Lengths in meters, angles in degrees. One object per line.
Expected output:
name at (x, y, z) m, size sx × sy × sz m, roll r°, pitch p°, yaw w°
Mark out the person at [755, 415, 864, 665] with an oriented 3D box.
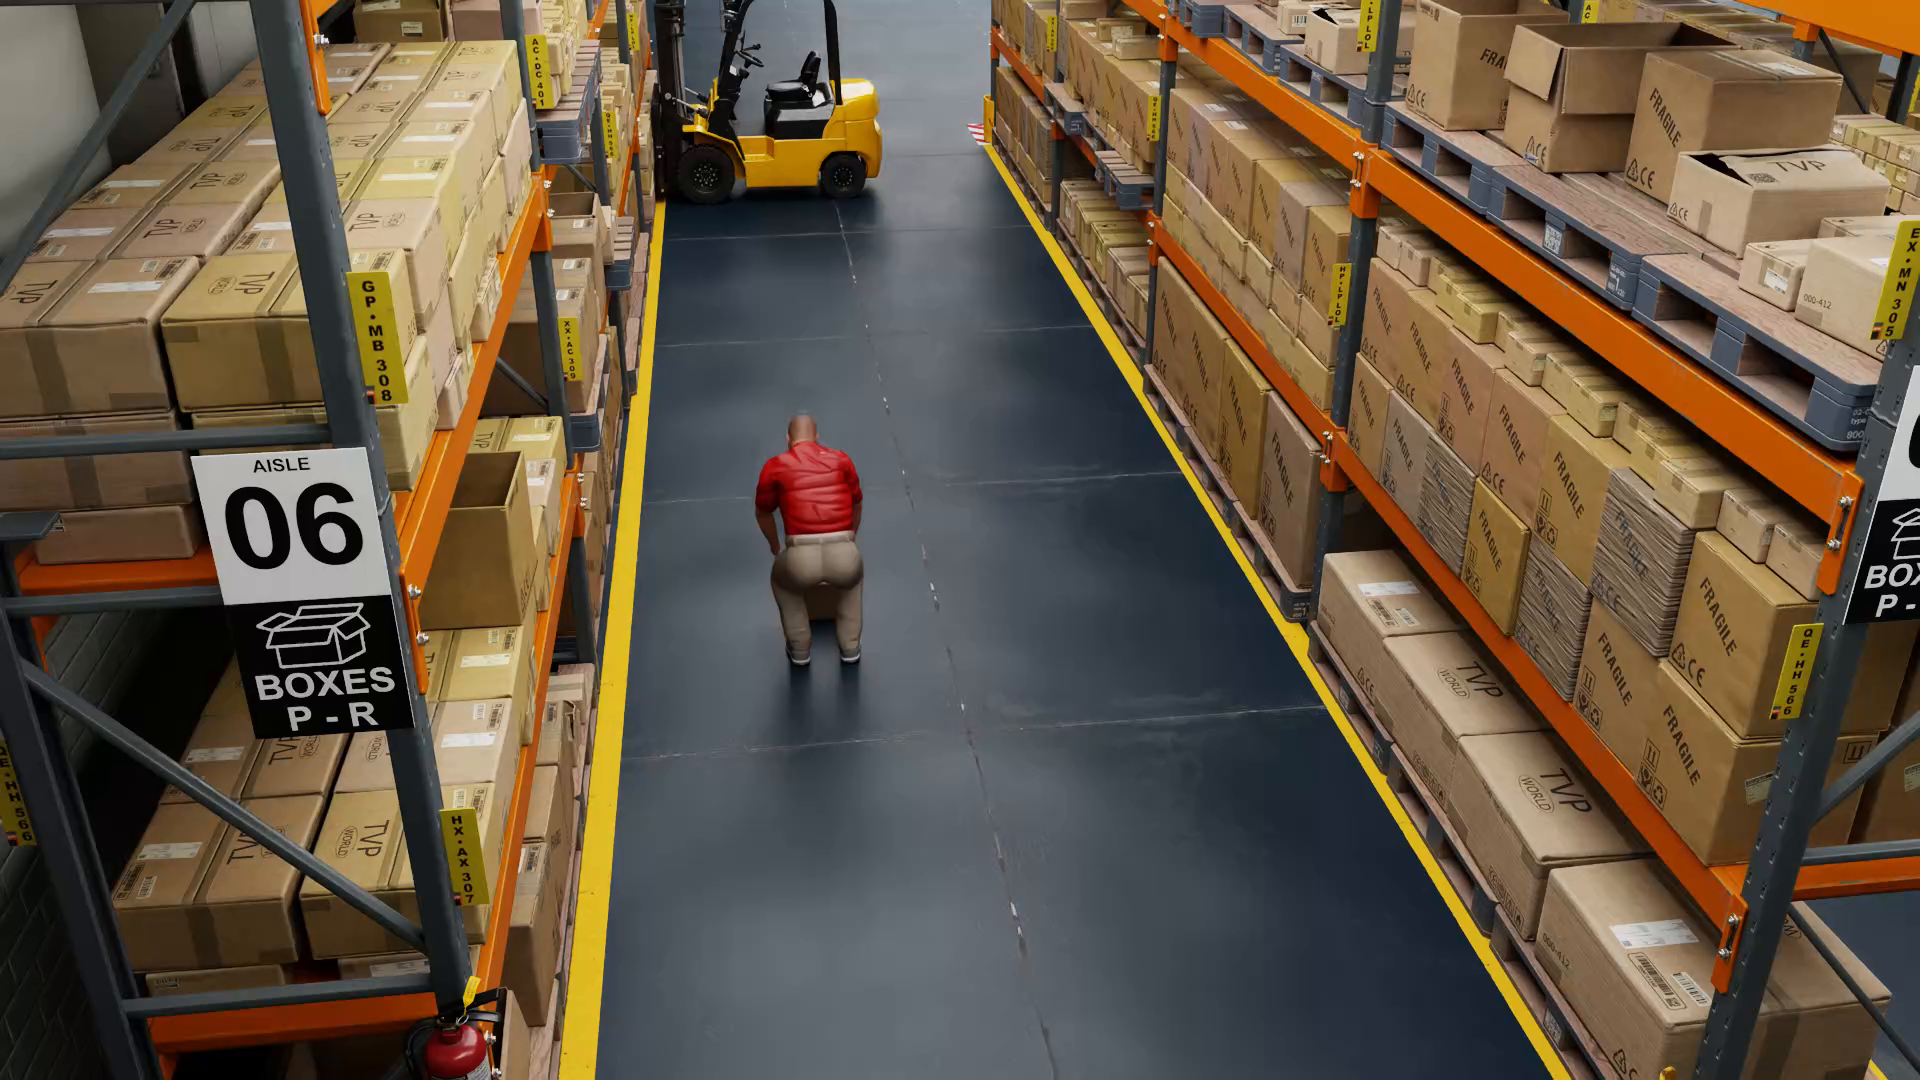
person at (-0.809, 0.028, 9.073) m, size 0.588 × 1.289 × 0.770 m, roll -4°, pitch 27°, yaw -7°
